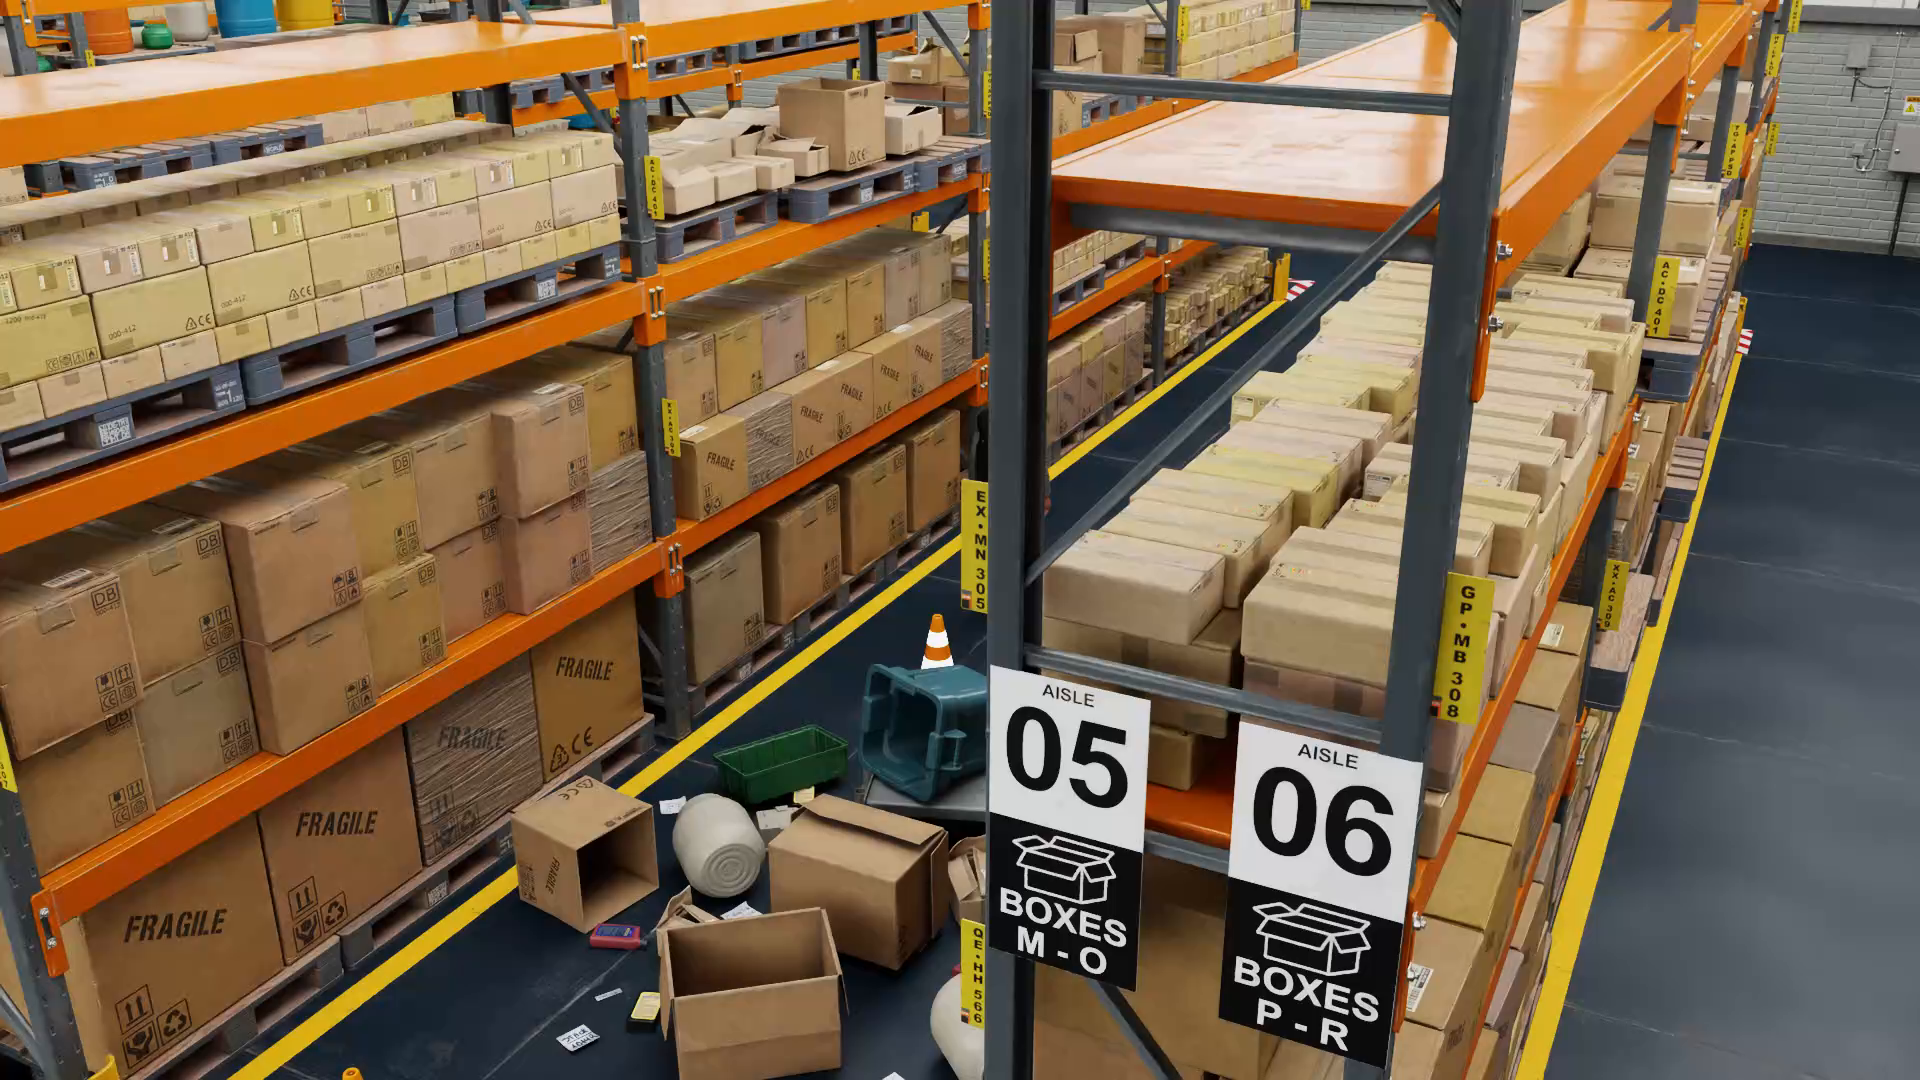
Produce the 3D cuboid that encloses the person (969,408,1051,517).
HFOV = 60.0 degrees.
[{"bbox_3d":[0.335,-0.317,11.315,0.579,1.664,0.410,11,25,24],"label":"person"}]
